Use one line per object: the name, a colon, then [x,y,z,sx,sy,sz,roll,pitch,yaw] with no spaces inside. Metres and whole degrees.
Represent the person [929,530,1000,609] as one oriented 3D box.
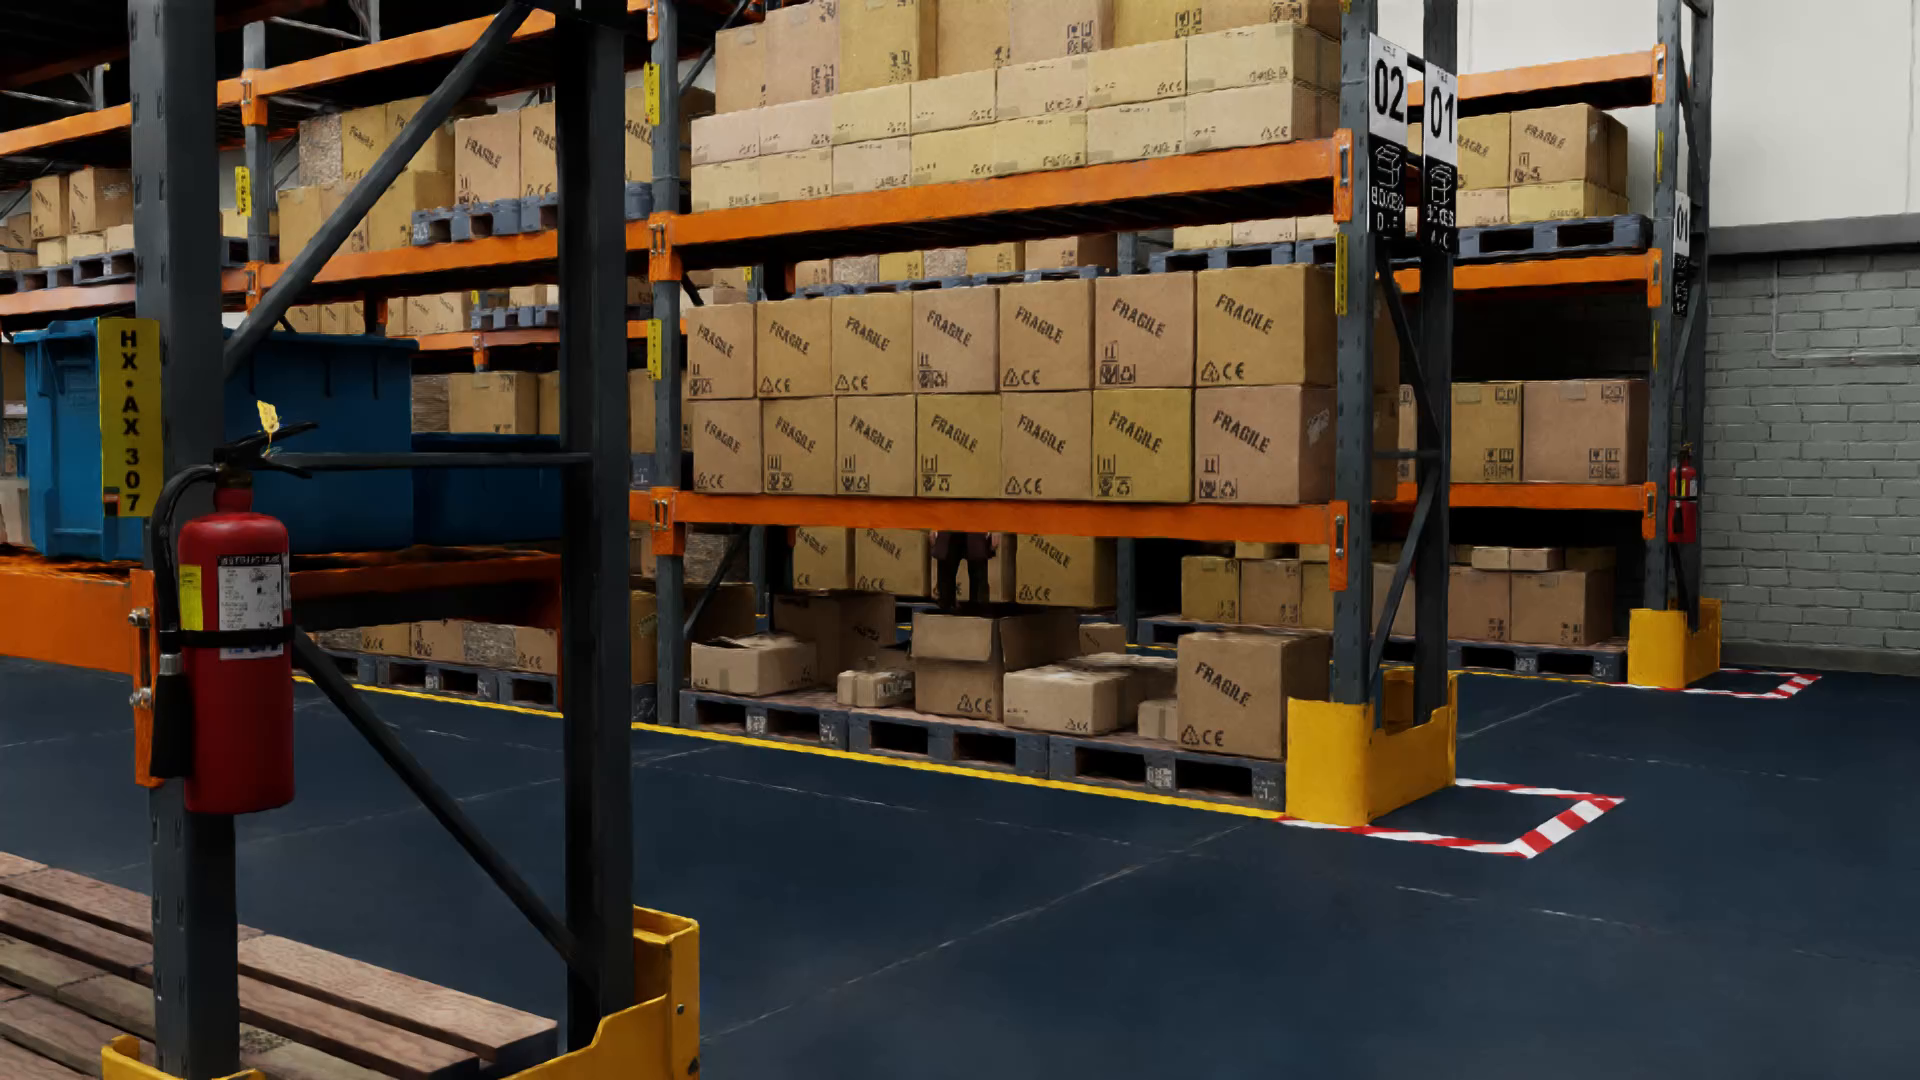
person: [0.024,-0.045,12.766,0.634,1.832,0.432,1,3,16]
